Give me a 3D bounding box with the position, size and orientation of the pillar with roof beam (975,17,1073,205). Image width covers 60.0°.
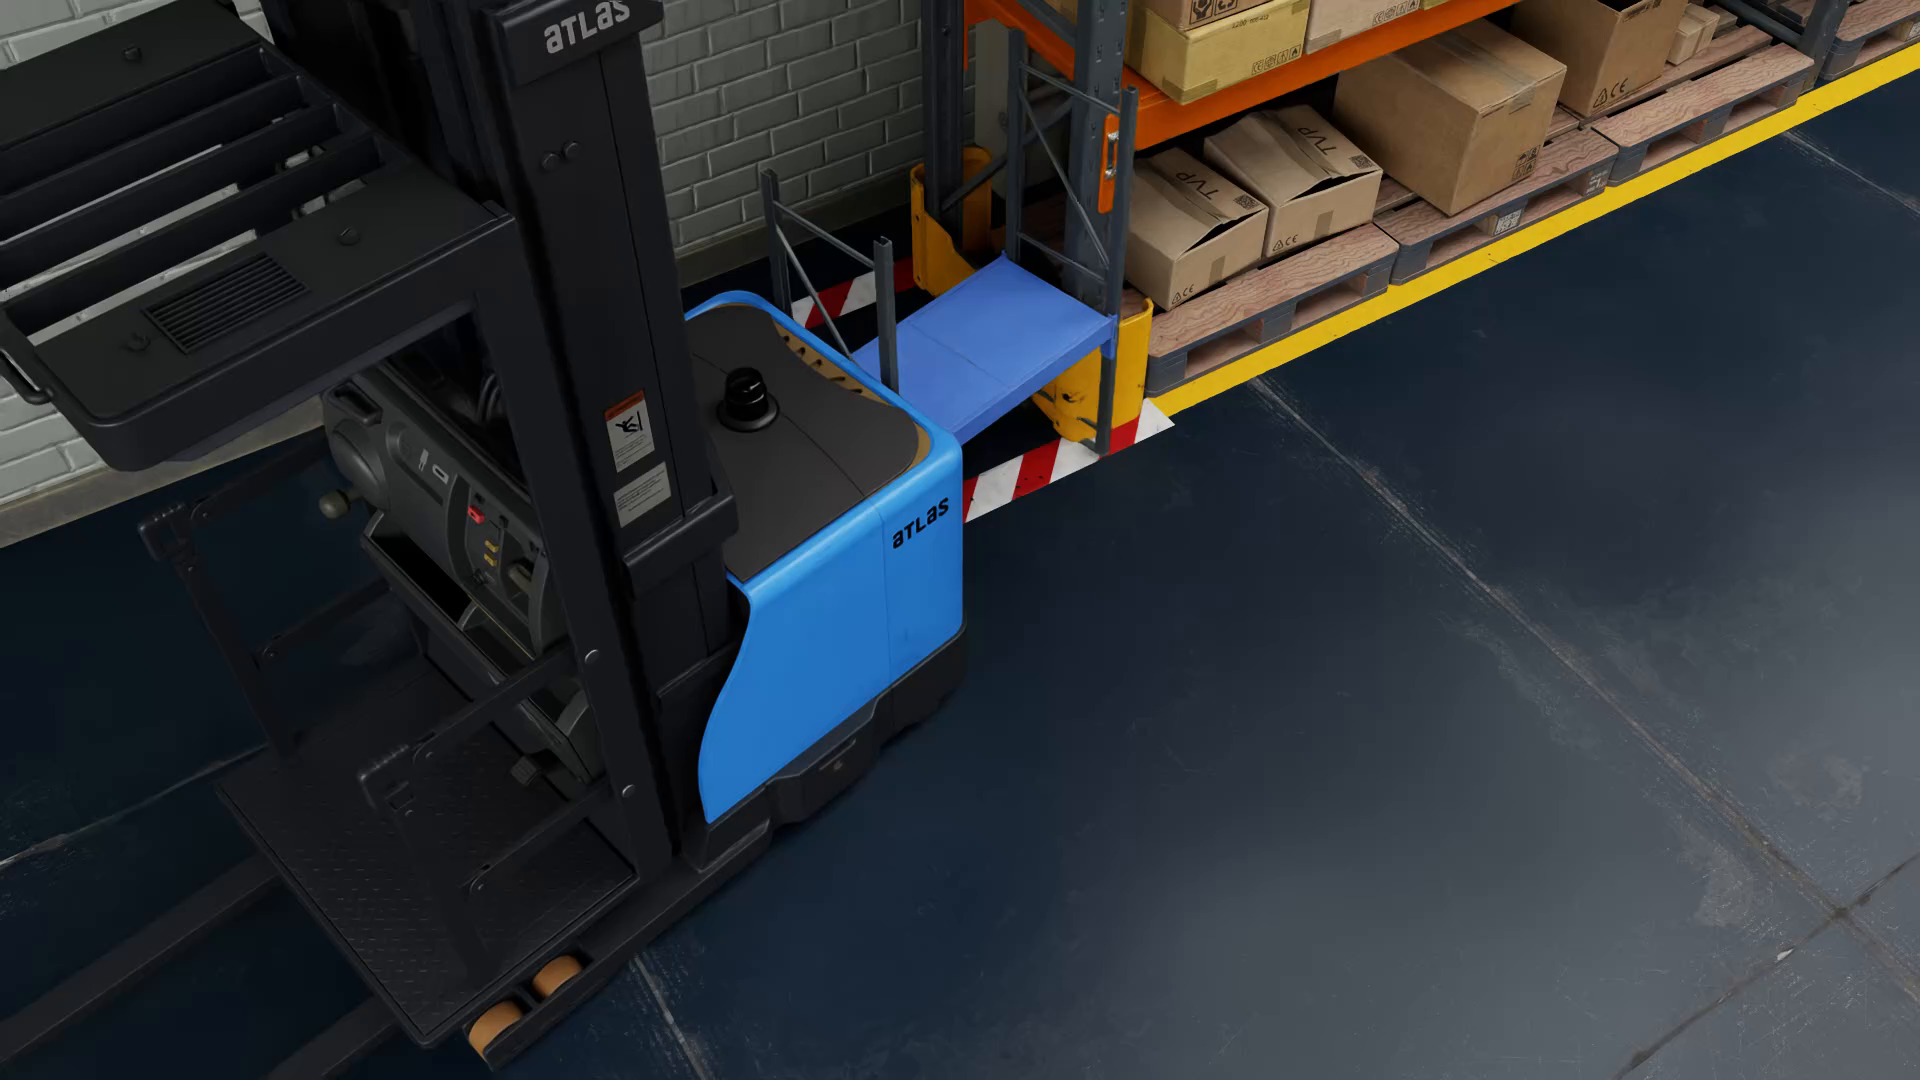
[{"bbox_3d":[2.607,-1.844,1.366,0.400,9.000,9.100,-25,53,-21],"label":"pillar with roof beam"}]

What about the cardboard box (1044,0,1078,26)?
[{"bbox_3d":[0.471,-2.008,5.617,0.500,0.250,0.500,-25,53,-20],"label":"cardboard box"}]

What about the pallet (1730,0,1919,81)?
[{"bbox_3d":[4.220,-2.720,8.031,1.213,0.211,1.003,-25,53,-21],"label":"pallet"}]

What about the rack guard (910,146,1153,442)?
[{"bbox_3d":[0.243,-0.941,6.254,0.348,0.500,1.175,-25,53,-21],"label":"rack guard"}]

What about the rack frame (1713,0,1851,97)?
[{"bbox_3d":[3.562,-3.336,6.713,0.127,3.000,1.000,-25,53,-21],"label":"rack frame"}]

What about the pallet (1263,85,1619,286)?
[{"bbox_3d":[1.980,-1.630,7.060,1.213,0.211,1.003,-25,53,-21],"label":"pallet"}]

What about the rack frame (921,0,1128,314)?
[{"bbox_3d":[0.179,-1.742,5.293,0.127,3.000,1.000,-25,53,-21],"label":"rack frame"}]

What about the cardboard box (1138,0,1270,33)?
[{"bbox_3d":[0.743,-1.949,5.062,0.500,0.500,0.500,-25,53,-21],"label":"cardboard box"}]

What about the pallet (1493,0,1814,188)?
[{"bbox_3d":[3.013,-2.119,7.496,1.213,0.211,1.003,-25,53,-21],"label":"pallet"}]

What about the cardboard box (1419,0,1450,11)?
[{"bbox_3d":[1.627,-2.108,5.706,0.500,0.250,0.500,-26,53,-21],"label":"cardboard box"}]

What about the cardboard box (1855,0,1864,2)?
[{"bbox_3d":[4.176,-2.955,7.752,0.500,0.500,0.700,-24,52,-20],"label":"cardboard box"}]

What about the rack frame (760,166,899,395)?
[{"bbox_3d":[-0.364,-0.401,5.072,0.500,1.500,0.032,35,57,28],"label":"rack frame"}]

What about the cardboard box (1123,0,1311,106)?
[{"bbox_3d":[0.761,-1.693,5.336,0.500,0.250,0.500,-27,54,-22],"label":"cardboard box"}]

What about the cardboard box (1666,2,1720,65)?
[{"bbox_3d":[3.126,-2.308,7.400,0.250,0.166,0.380,-32,56,-25],"label":"cardboard box"}]

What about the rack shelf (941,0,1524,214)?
[{"bbox_3d":[1.871,-2.300,6.271,4.000,0.370,1.077,-25,53,-21],"label":"rack shelf"}]

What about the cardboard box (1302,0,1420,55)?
[{"bbox_3d":[1.193,-1.909,5.529,0.500,0.250,0.500,-27,54,-22],"label":"cardboard box"}]

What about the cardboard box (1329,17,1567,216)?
[{"bbox_3d":[1.941,-1.764,6.692,0.500,0.500,0.700,-28,54,-23],"label":"cardboard box"}]

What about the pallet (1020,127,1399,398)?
[{"bbox_3d":[0.949,-1.147,6.630,1.213,0.211,1.003,-25,53,-21],"label":"pallet"}]

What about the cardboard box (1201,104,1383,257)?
[{"bbox_3d":[1.294,-1.441,6.530,0.500,0.311,0.500,-21,52,-18],"label":"cardboard box"}]

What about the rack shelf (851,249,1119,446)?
[{"bbox_3d":[-0.009,-0.549,5.450,0.538,0.185,1.000,35,57,28],"label":"rack shelf"}]

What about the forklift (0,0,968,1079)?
[{"bbox_3d":[-1.380,-0.011,3.797,3.031,2.935,1.130,-36,58,-28],"label":"forklift"}]

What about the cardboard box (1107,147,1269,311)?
[{"bbox_3d":[0.812,-1.213,6.328,0.500,0.311,0.500,-31,55,-25],"label":"cardboard box"}]

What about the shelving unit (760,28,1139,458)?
[{"bbox_3d":[-0.010,-0.671,5.318,0.538,1.500,1.048,35,57,28],"label":"shelving unit"}]

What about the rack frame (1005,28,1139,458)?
[{"bbox_3d":[0.344,-0.940,5.563,0.500,1.500,0.032,35,57,28],"label":"rack frame"}]

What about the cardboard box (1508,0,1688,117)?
[{"bbox_3d":[2.706,-2.212,7.091,0.500,0.500,0.500,-29,54,-23],"label":"cardboard box"}]
